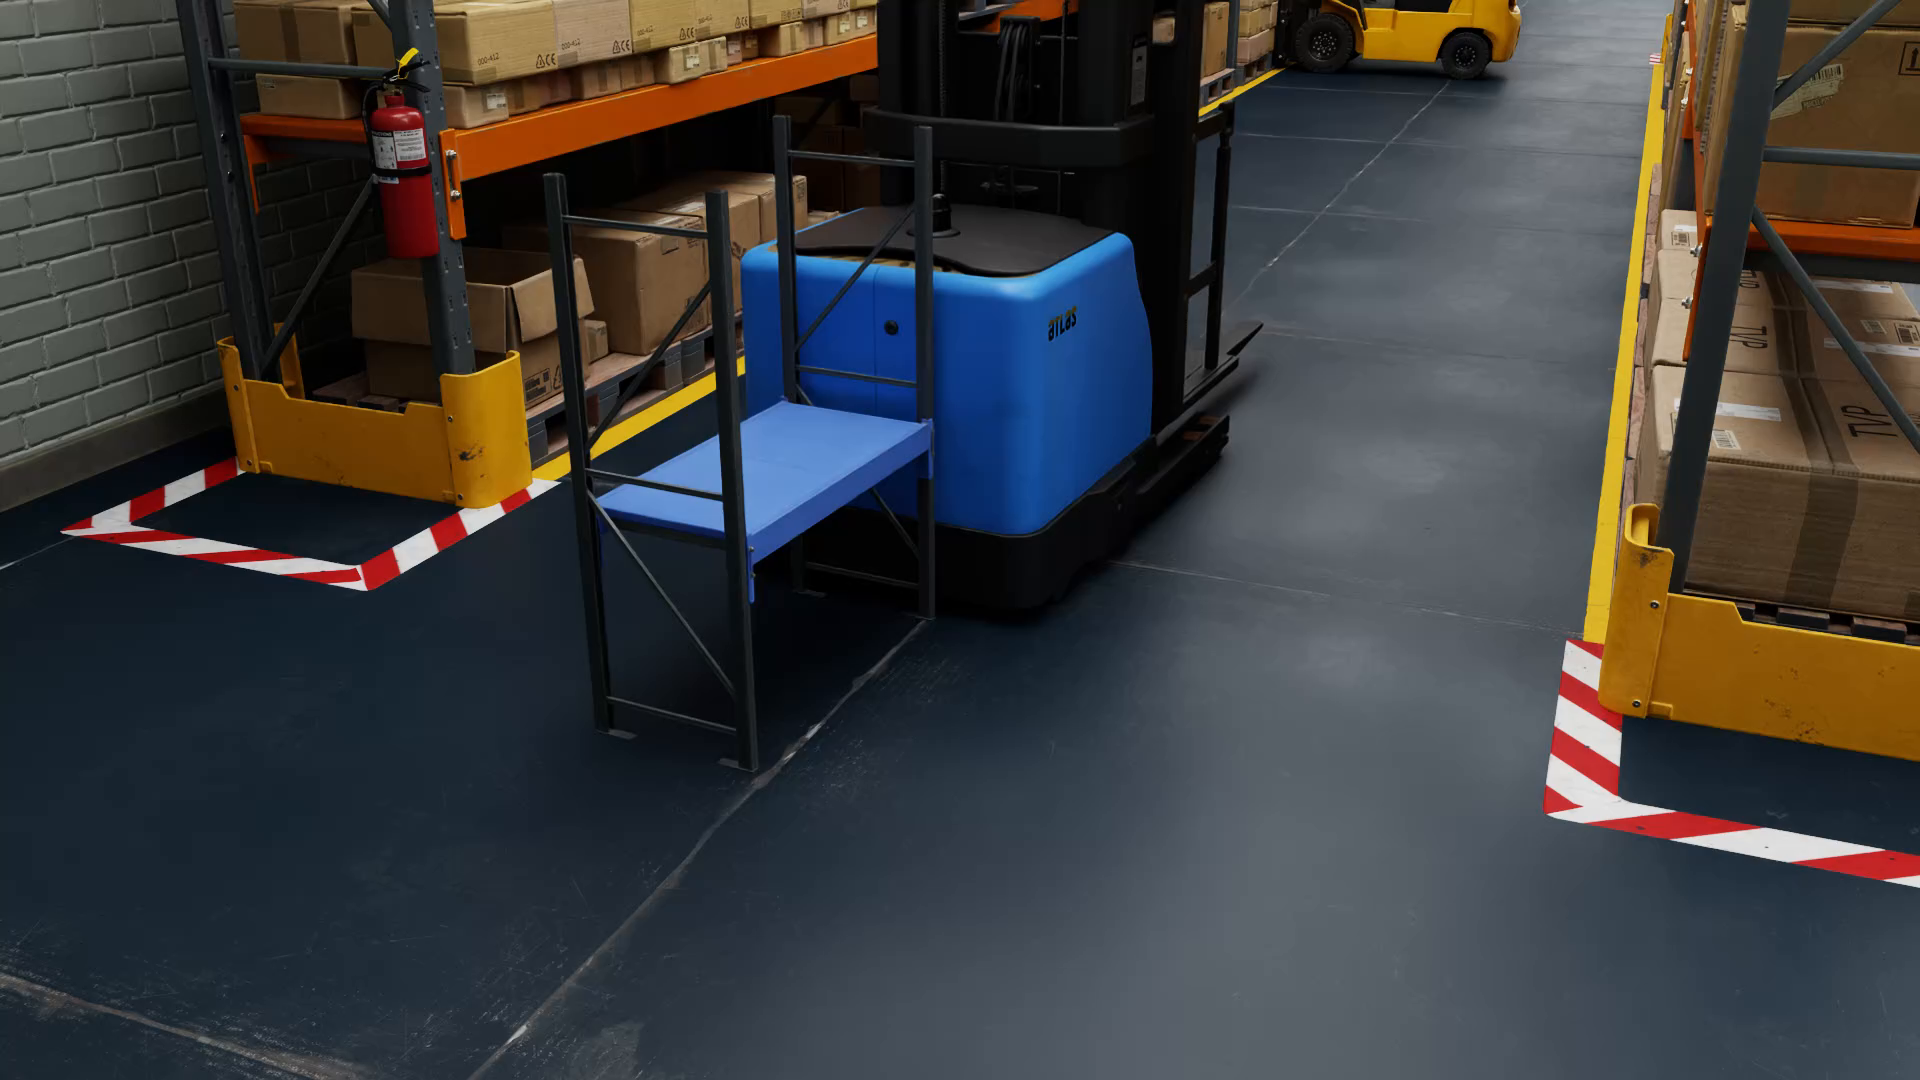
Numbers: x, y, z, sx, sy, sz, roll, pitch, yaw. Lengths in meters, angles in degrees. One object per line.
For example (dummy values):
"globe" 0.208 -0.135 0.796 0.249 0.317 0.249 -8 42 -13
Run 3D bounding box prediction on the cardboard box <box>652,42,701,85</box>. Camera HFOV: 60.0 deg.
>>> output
"cardboard box" -1.323 -2.023 7.028 0.380 0.149 0.250 8 24 19

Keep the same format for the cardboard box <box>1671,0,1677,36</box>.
"cardboard box" 7.379 -5.271 16.526 0.500 0.500 0.500 9 24 21

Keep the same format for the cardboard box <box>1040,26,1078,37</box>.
"cardboard box" 0.991 -3.789 13.465 0.875 0.625 0.625 10 25 22

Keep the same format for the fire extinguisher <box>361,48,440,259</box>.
"fire extinguisher" -1.851 -1.280 5.508 0.296 0.674 0.183 9 24 20

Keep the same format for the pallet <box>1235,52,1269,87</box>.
"pallet" 2.567 -4.893 17.190 1.003 0.211 1.213 9 24 20

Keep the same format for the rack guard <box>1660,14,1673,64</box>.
"rack guard" 8.300 -5.443 18.131 1.175 0.500 0.348 9 24 20

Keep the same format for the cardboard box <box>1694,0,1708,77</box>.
"cardboard box" 3.453 -2.245 7.102 0.500 0.500 0.500 10 25 22

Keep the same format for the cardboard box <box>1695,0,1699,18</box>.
"cardboard box" 4.567 -3.179 9.663 0.500 0.250 0.500 10 25 22

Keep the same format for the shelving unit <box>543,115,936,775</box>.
"shelving unit" -0.530 -0.308 4.542 0.538 1.500 1.048 11 25 24

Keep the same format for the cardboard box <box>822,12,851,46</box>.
"cardboard box" -0.774 -2.579 8.359 0.380 0.149 0.250 9 24 21

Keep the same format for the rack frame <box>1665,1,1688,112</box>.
"rack frame" 6.842 -5.192 14.288 1.000 3.000 0.127 9 24 20

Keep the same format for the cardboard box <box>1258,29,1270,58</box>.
"cardboard box" 2.894 -5.136 17.176 0.500 0.250 0.500 8 24 19

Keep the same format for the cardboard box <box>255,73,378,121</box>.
"cardboard box" -2.351 -1.648 6.130 0.380 0.149 0.250 8 24 19

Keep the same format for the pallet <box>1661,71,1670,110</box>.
"pallet" 7.059 -4.151 15.413 1.003 0.211 1.213 9 24 20

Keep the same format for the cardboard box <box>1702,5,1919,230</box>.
"cardboard box" 2.318 -1.154 4.492 0.500 0.500 0.500 9 24 20

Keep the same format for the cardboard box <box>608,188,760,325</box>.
"cardboard box" -1.267 -1.328 7.735 0.500 0.500 0.500 9 24 21

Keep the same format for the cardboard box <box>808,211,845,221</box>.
"cardboard box" -0.673 -1.675 9.023 0.380 0.149 0.250 8 24 18

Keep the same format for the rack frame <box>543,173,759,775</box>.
"rack frame" -0.753 -0.132 4.121 0.500 1.500 0.032 11 25 24

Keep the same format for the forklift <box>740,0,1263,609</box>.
"forklift" 0.407 -1.673 5.953 1.130 2.935 3.031 11 25 24

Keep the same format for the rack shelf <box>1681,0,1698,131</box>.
"rack shelf" 4.614 -2.713 9.286 1.077 0.370 4.000 9 24 20

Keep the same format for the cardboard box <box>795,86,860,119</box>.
"cardboard box" -0.777 -2.646 10.049 0.380 0.149 0.250 9 24 20

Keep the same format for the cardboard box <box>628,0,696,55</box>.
"cardboard box" -1.434 -2.161 6.841 0.500 0.250 0.500 8 24 19

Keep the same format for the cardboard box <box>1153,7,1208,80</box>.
"cardboard box" 1.754 -4.534 15.250 0.875 0.625 0.625 9 24 20

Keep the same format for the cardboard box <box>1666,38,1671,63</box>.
"cardboard box" 7.384 -4.921 16.661 0.500 0.250 0.500 11 25 24

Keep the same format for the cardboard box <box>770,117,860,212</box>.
"cardboard box" -0.831 -2.297 10.055 0.500 0.500 0.500 9 24 20

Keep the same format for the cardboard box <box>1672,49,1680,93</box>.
"cardboard box" 6.650 -3.985 14.263 0.950 0.372 0.625 9 24 21

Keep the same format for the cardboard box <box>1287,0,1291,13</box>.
"cardboard box" 3.270 -5.725 17.938 0.500 0.250 0.500 9 24 20

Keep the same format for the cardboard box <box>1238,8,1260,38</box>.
"cardboard box" 2.699 -5.186 16.647 0.500 0.250 0.500 9 24 20

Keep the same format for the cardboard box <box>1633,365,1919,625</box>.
"cardboard box" 2.537 -0.160 5.020 0.875 0.438 0.875 8 24 18

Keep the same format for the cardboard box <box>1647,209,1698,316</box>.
"cardboard box" 3.538 -1.131 7.346 0.875 0.438 0.875 8 24 19

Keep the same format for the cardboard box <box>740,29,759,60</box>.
"cardboard box" -1.165 -2.318 7.733 0.380 0.149 0.250 9 24 21

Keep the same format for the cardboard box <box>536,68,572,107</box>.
"cardboard box" -1.731 -1.766 6.412 0.380 0.149 0.250 8 24 19

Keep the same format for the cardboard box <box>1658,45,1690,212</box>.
"cardboard box" 4.688 -2.420 9.863 0.875 0.875 0.875 9 24 21

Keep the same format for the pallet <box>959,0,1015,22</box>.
"pallet" -0.341 -3.220 9.816 1.003 0.211 1.213 9 24 20

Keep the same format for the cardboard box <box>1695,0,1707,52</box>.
"cardboard box" 3.803 -2.456 7.934 0.500 0.250 0.500 8 24 19

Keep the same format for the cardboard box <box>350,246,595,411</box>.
"cardboard box" -1.910 -0.854 6.597 0.797 0.503 0.637 8 24 18

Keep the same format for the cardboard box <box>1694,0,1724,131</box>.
"cardboard box" 2.880 -1.704 5.808 0.500 0.500 0.500 10 24 22

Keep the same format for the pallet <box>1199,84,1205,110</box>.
"pallet" 1.543 -3.907 14.830 1.003 0.211 1.213 9 24 20

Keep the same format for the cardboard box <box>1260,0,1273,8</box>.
"cardboard box" 2.903 -5.597 16.984 0.500 0.250 0.500 9 24 20

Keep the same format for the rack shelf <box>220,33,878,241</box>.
"rack shelf" -1.482 -1.991 7.557 1.077 0.370 4.000 9 24 20

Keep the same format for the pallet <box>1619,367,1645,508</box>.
"pallet" 3.064 -0.343 6.298 1.003 0.211 1.213 9 24 20

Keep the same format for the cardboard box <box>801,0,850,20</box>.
"cardboard box" -0.874 -2.708 8.149 0.500 0.250 0.500 9 24 20

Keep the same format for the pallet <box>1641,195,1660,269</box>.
"pallet" 4.539 -1.767 9.707 1.003 0.211 1.213 9 24 20

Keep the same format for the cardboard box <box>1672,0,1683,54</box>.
"cardboard box" 6.813 -4.713 15.191 0.500 0.500 0.500 8 24 19

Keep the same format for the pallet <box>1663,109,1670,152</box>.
"pallet" 6.103 -3.188 13.109 1.003 0.211 1.213 9 24 20

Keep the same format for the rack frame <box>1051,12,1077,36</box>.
"rack frame" 0.747 -4.470 12.559 1.000 3.000 0.127 9 24 20
